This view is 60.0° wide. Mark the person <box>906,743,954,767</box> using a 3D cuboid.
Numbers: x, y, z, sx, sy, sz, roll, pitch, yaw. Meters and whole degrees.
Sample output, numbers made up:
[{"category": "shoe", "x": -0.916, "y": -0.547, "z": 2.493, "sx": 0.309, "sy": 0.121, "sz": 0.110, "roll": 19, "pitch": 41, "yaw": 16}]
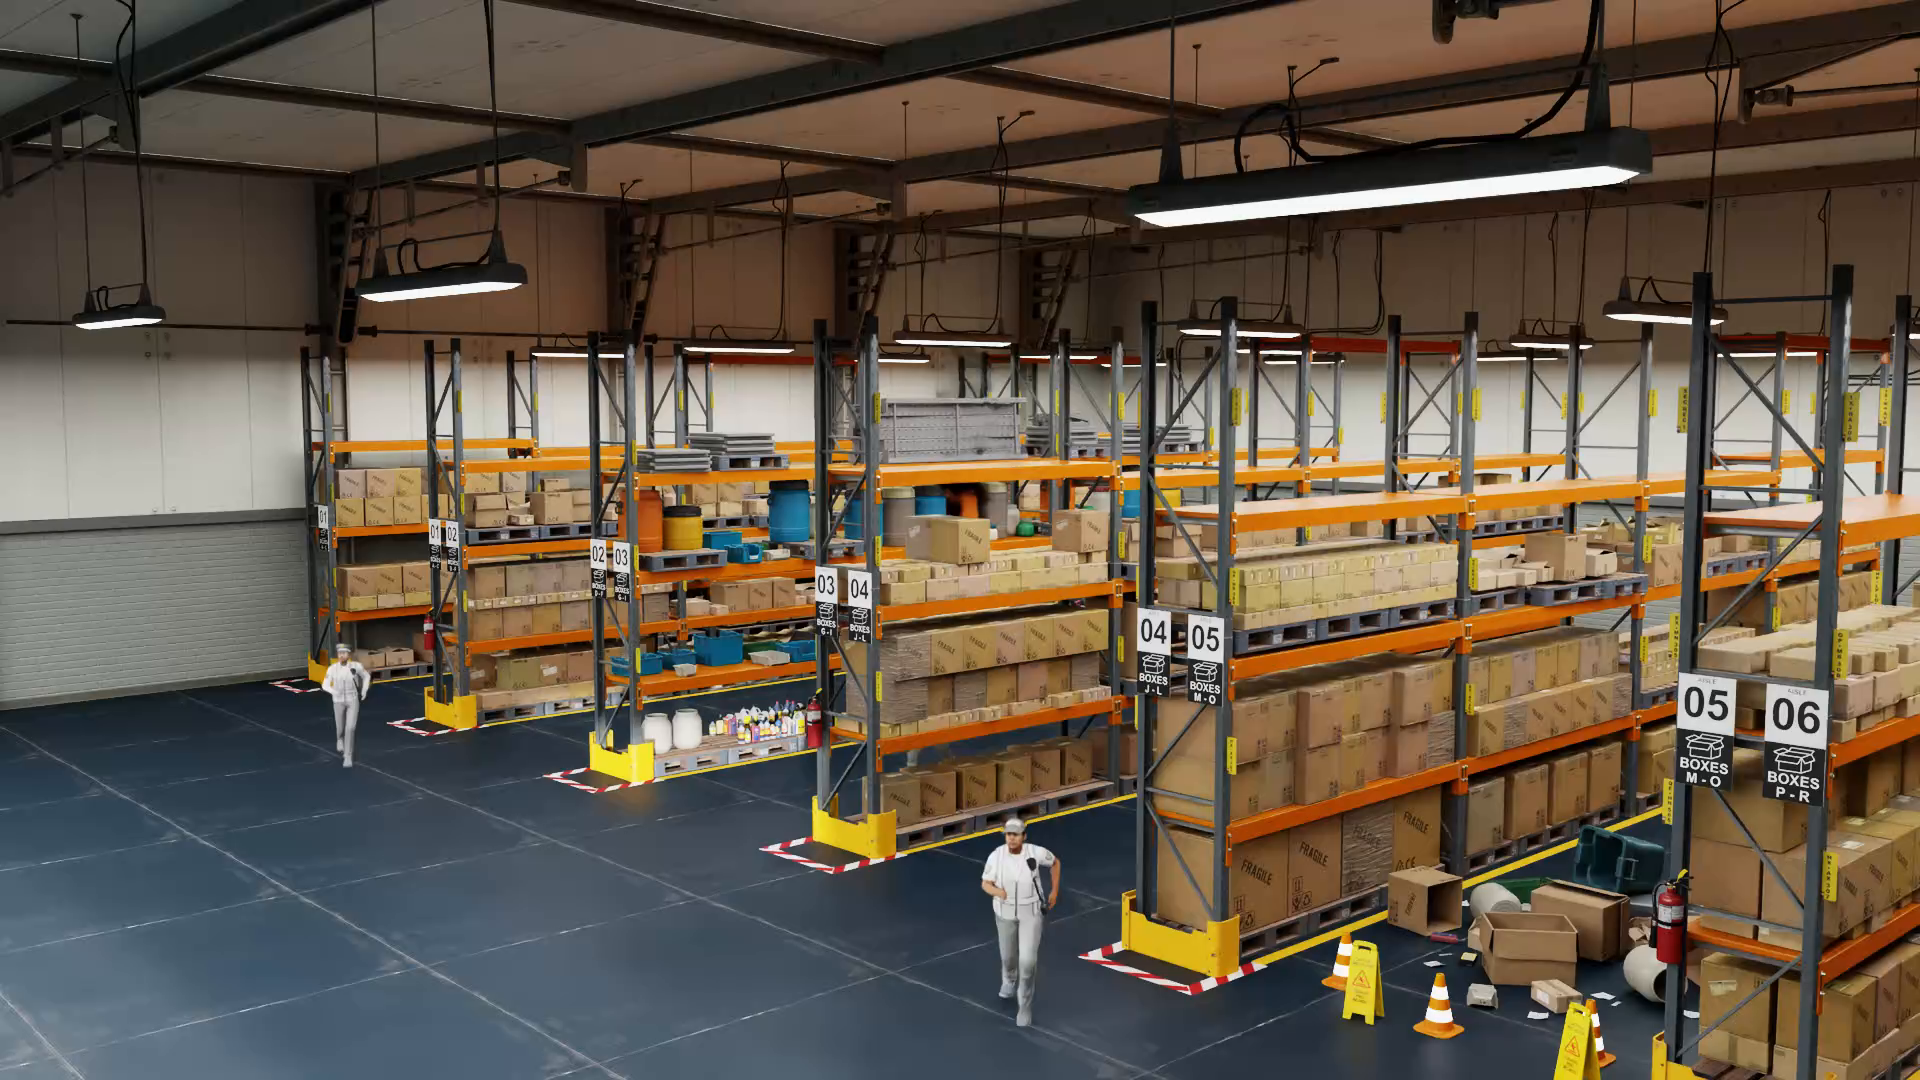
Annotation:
[{"category": "person", "x": -0.444, "y": 2.243, "z": 21.885, "sx": 0.870, "sy": 1.769, "sz": 0.704, "roll": -5, "pitch": 7, "yaw": -43}]

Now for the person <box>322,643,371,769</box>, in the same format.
[{"category": "person", "x": -8.596, "y": 2.276, "z": 23.323, "sx": 0.624, "sy": 1.708, "sz": 0.917, "roll": -1, "pitch": 5, "yaw": -14}]

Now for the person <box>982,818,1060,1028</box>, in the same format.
[{"category": "person", "x": 0.499, "y": 3.133, "z": 13.813, "sx": 0.608, "sy": 1.707, "sz": 0.866, "roll": 1, "pitch": 5, "yaw": 11}]
